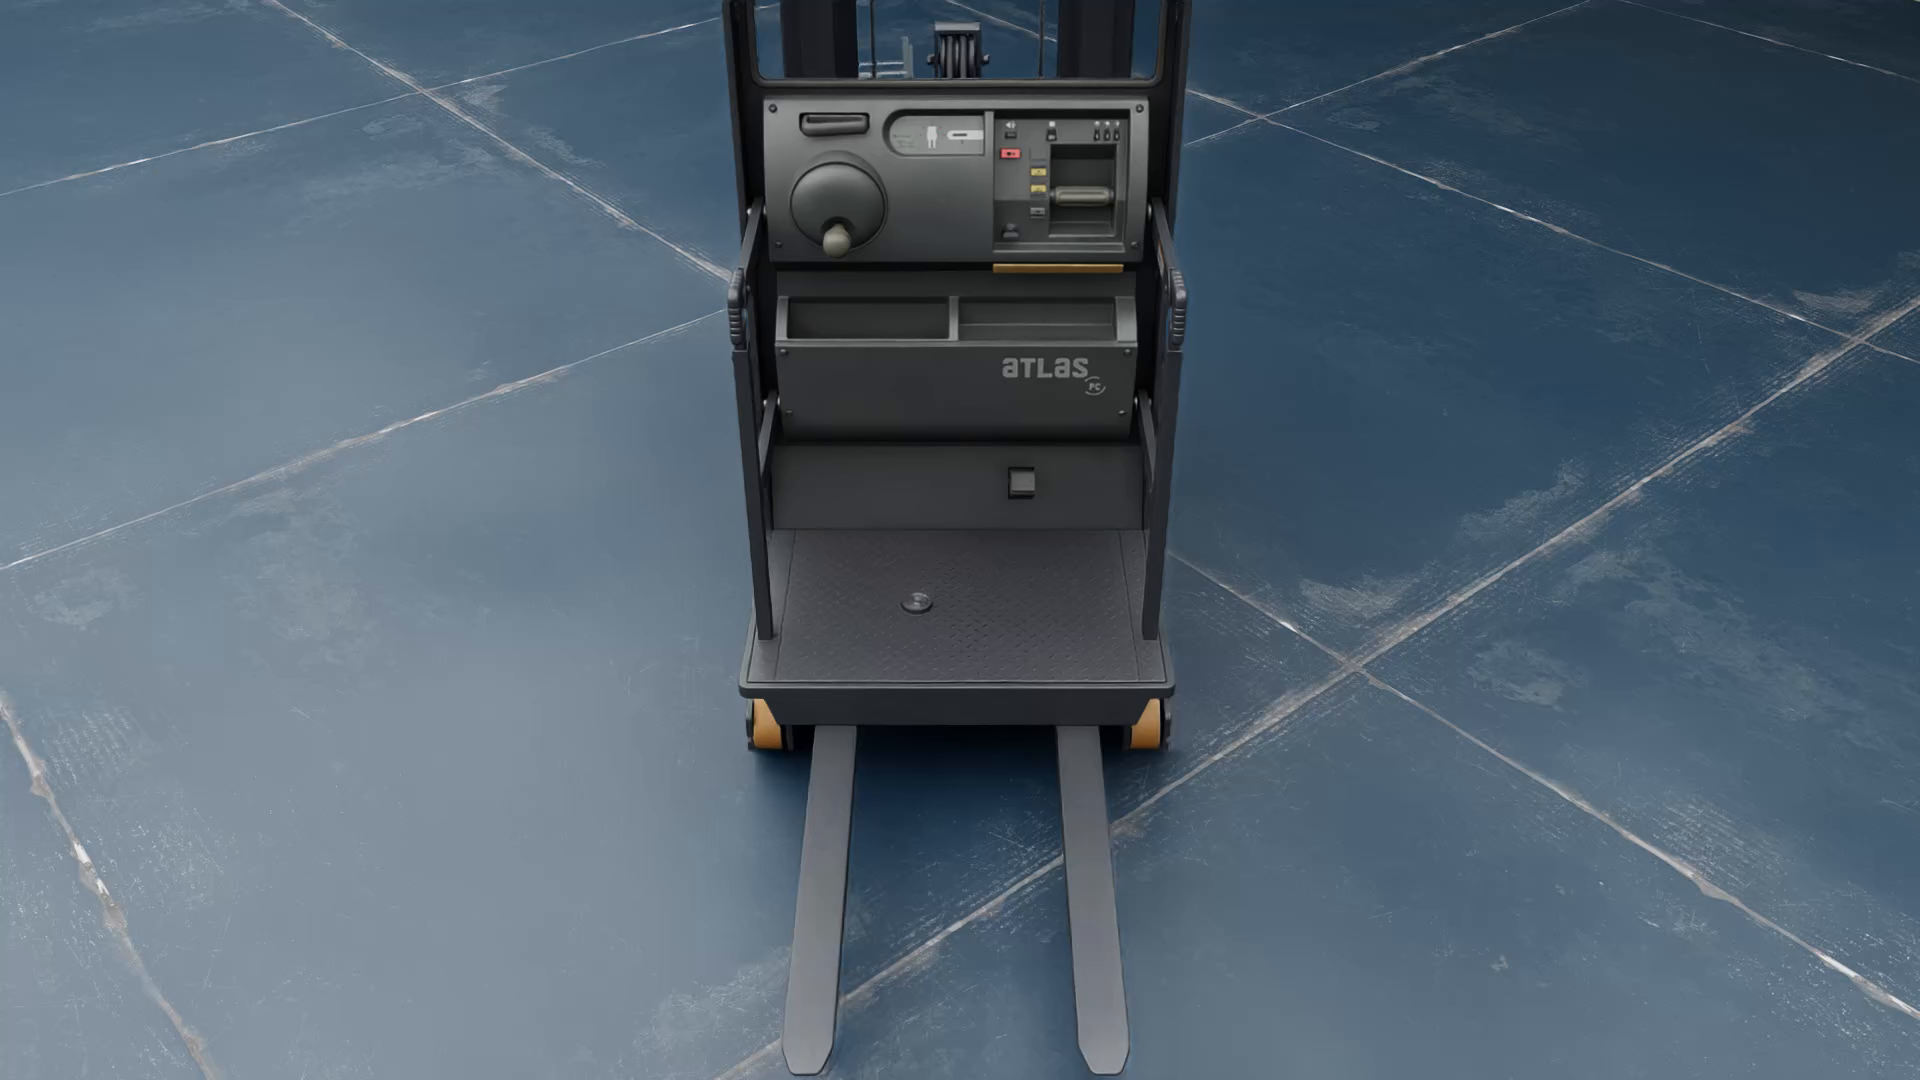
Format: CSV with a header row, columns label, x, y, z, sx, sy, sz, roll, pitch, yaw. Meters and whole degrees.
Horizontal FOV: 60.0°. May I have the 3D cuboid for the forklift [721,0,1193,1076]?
label,x,y,z,sx,sy,sz,roll,pitch,yaw
forklift,-0.007,-0.814,3.864,1.130,2.935,3.031,0,35,0

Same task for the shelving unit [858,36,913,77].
label,x,y,z,sx,sy,sz,roll,pitch,yaw
shelving unit,-0.273,-1.113,5.770,0.258,1.200,0.189,-3,25,-4

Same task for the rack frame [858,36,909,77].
label,x,y,z,sx,sy,sz,roll,pitch,yaw
rack frame,-0.282,-1.151,5.852,0.240,1.200,0.006,-3,25,-4

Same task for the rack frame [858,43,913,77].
label,x,y,z,sx,sy,sz,roll,pitch,yaw
rack frame,-0.265,-1.074,5.687,0.240,1.200,0.006,-3,25,-4
